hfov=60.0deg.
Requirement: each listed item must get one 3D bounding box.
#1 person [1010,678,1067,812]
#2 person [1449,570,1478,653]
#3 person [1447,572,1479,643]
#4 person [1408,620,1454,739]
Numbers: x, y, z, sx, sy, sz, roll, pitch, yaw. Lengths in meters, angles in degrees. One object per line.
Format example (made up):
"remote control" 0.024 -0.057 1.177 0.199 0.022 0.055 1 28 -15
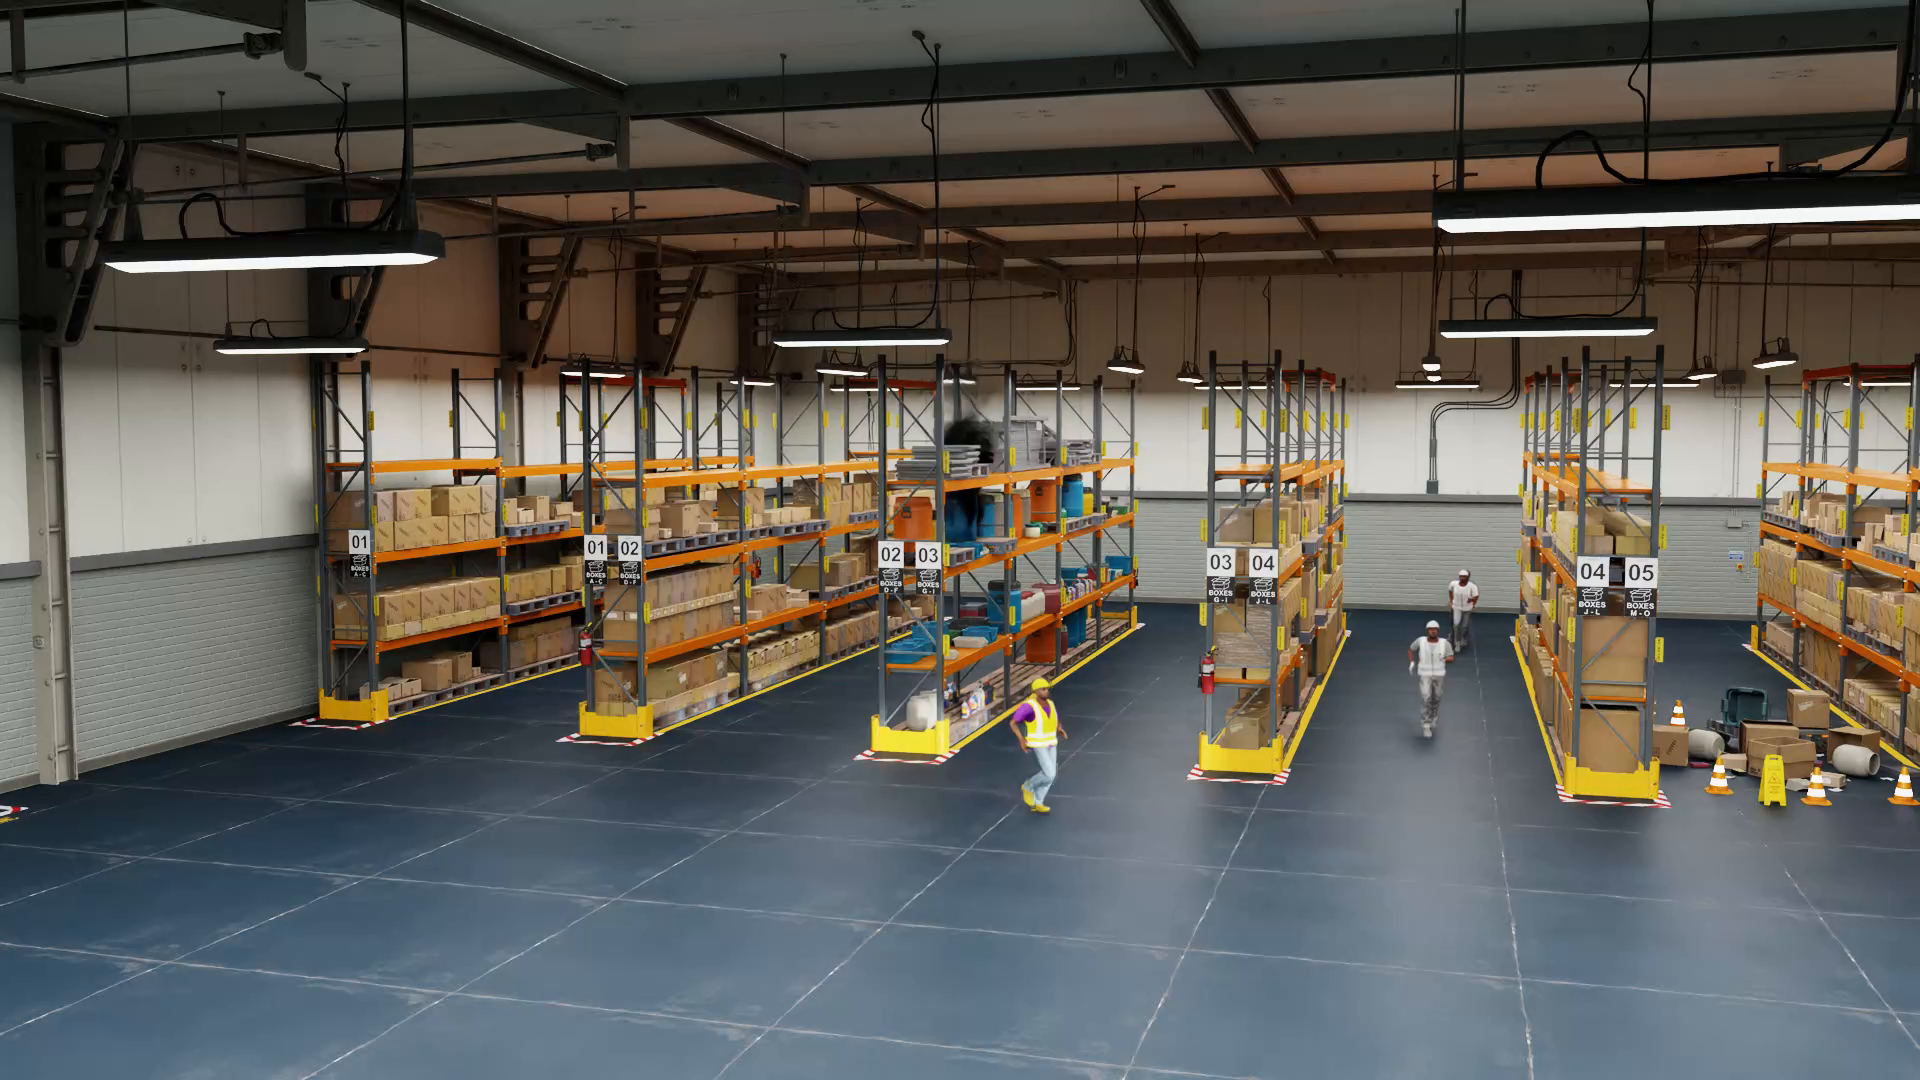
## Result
"person" 1.074 2.628 21.209 0.705 1.723 0.576 -4 6 -42
"person" 10.997 1.534 36.350 0.617 1.802 0.915 1 4 16
"person" 11.356 1.510 37.647 0.709 1.588 0.821 2 5 28
"person" 7.540 2.196 26.595 0.672 1.826 0.857 0 4 6
